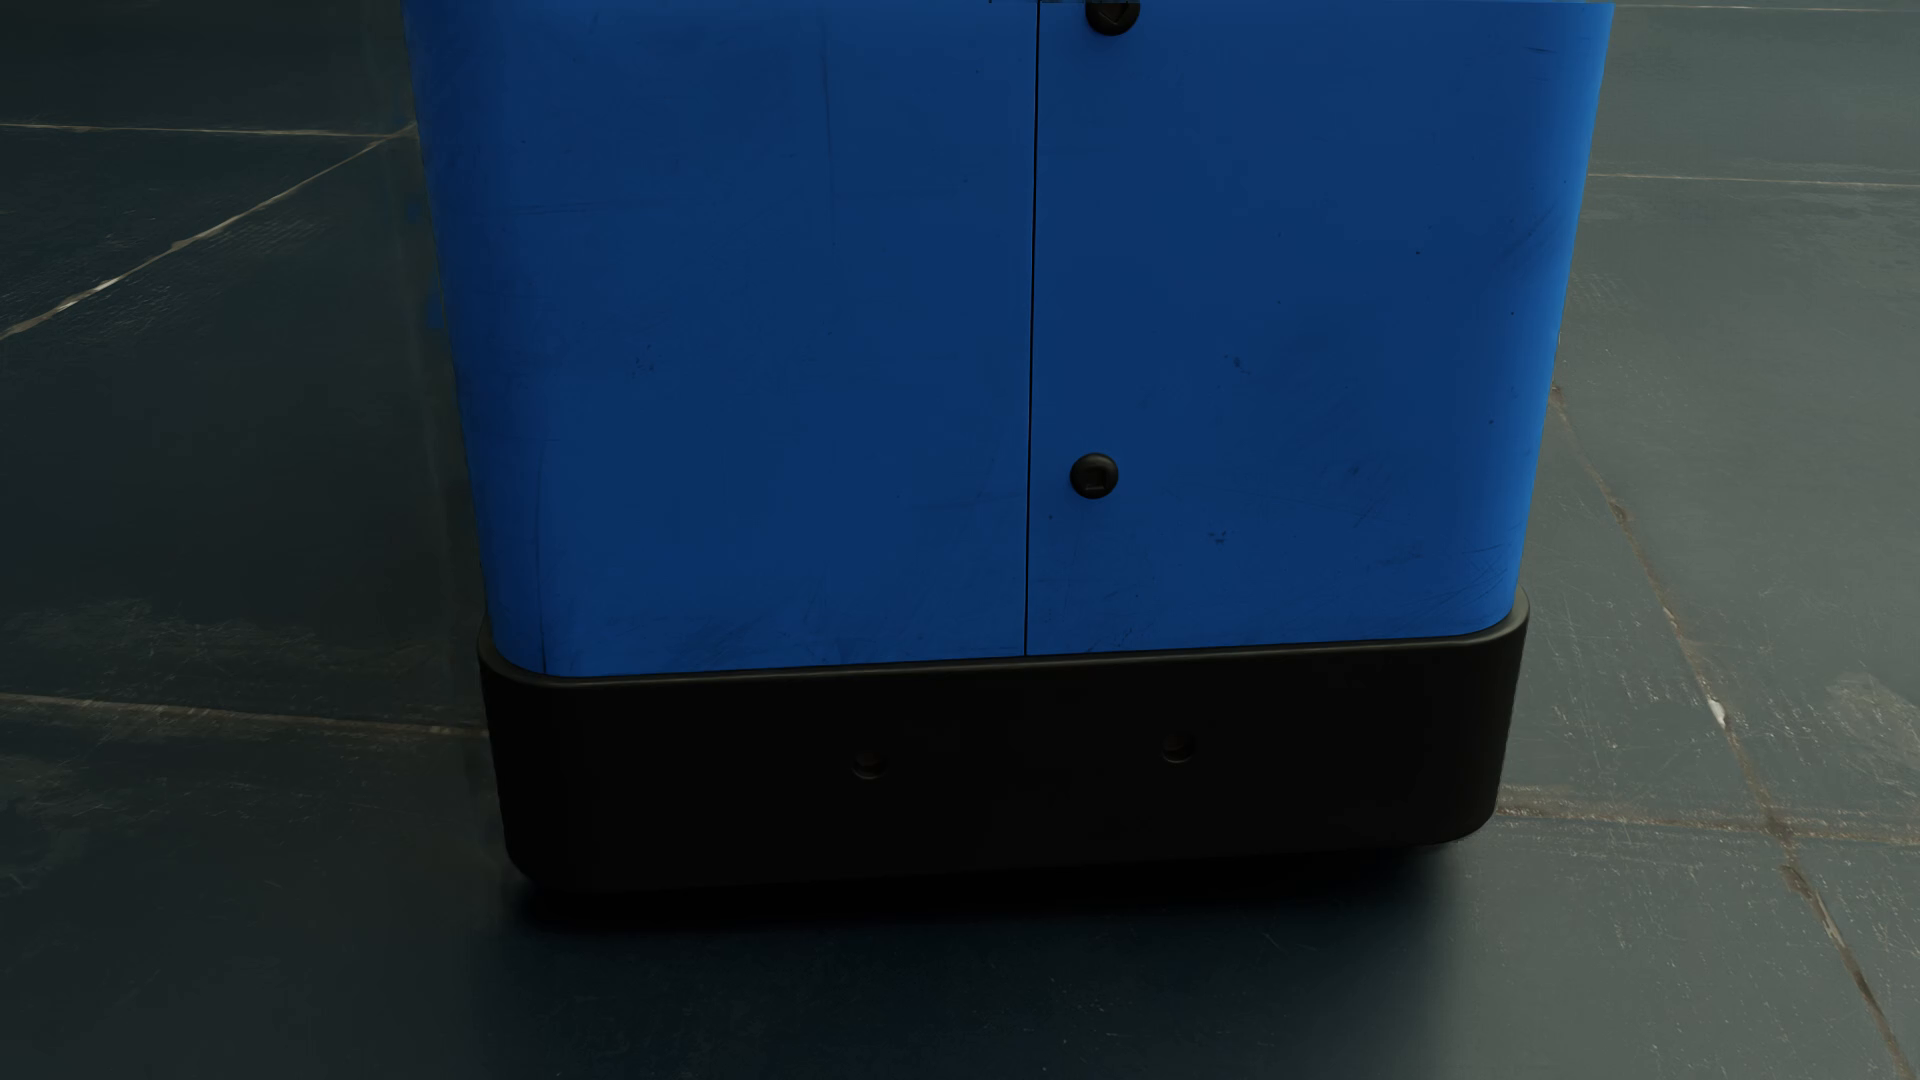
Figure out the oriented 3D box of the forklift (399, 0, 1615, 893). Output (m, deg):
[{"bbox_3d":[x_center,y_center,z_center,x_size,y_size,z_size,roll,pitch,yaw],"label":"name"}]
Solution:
[{"bbox_3d":[-0.077,-1.589,2.401,1.130,2.935,3.031,-2,27,-5],"label":"forklift"}]
